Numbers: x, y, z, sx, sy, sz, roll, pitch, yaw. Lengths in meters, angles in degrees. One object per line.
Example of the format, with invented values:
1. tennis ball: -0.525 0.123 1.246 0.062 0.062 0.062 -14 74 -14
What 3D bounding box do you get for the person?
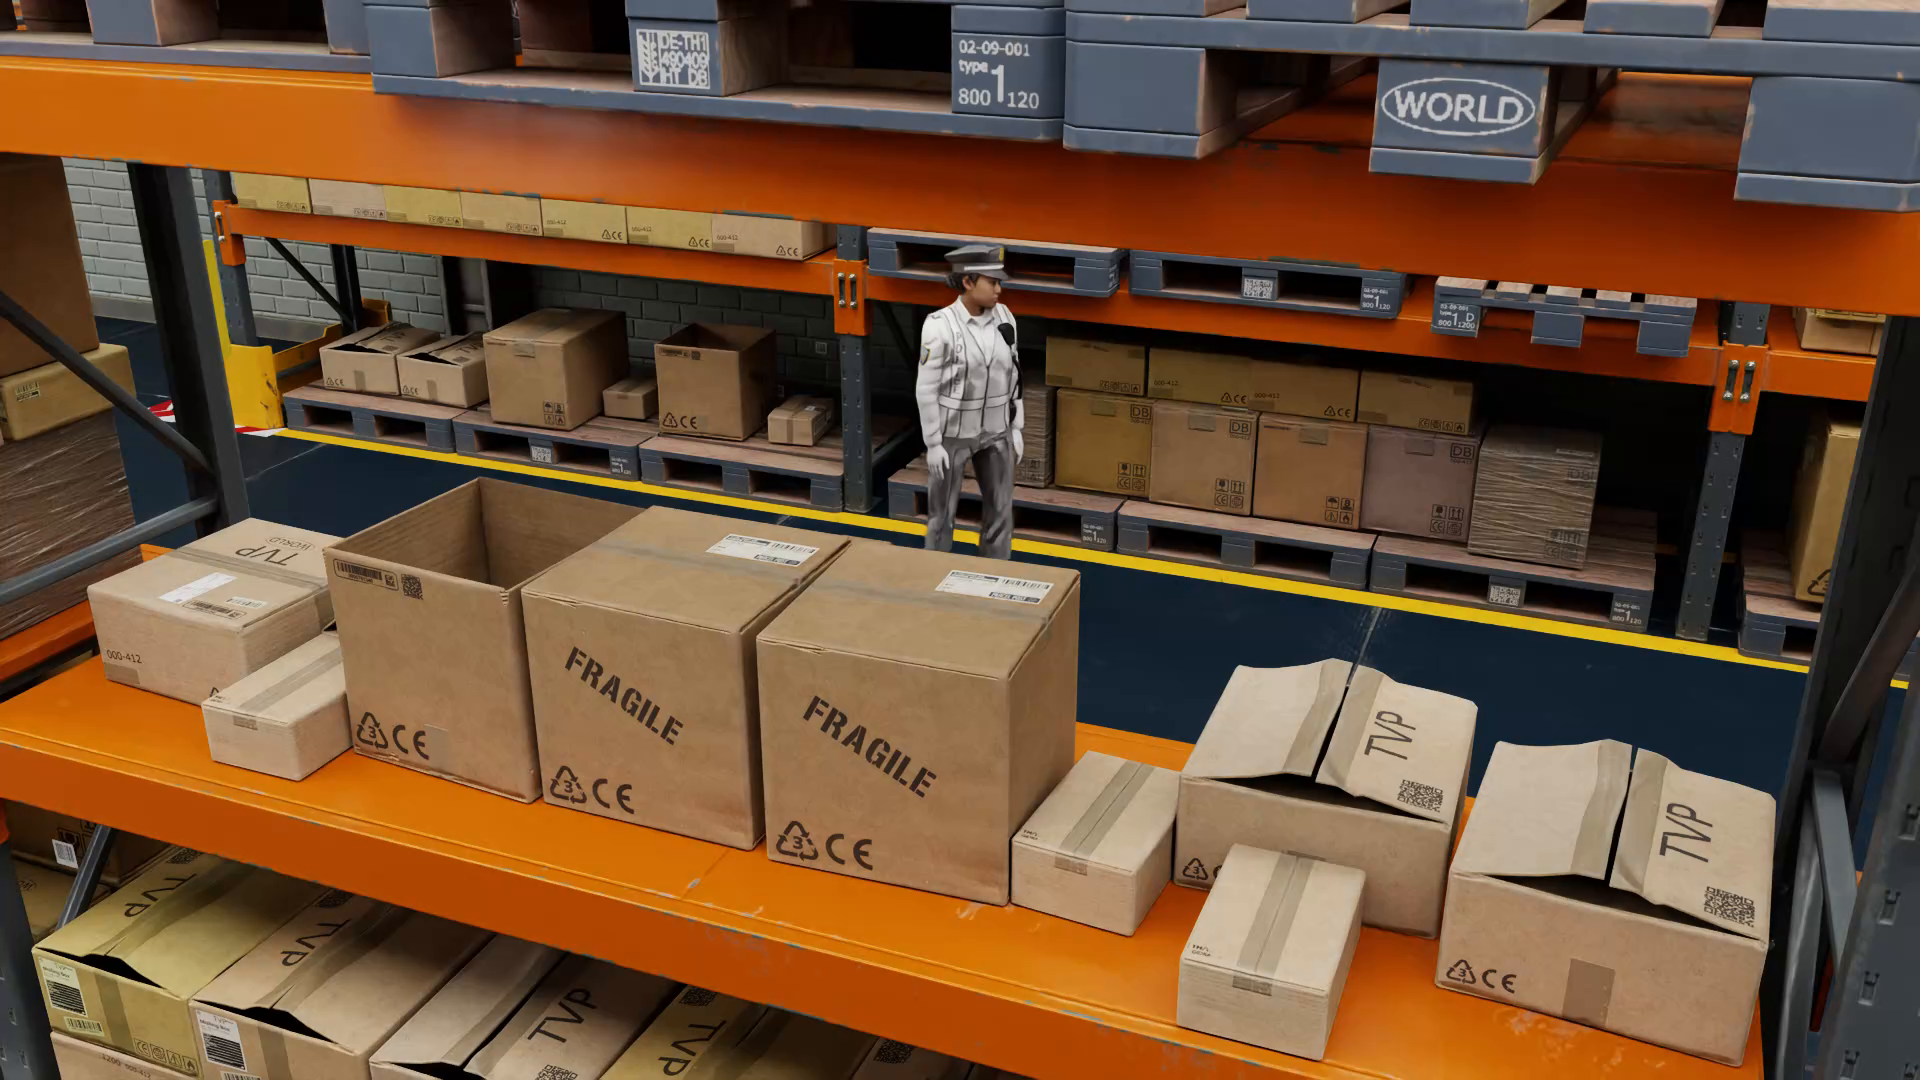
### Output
1. person: 0.051 -0.438 7.094 0.510 1.672 0.475 -10 24 -22
